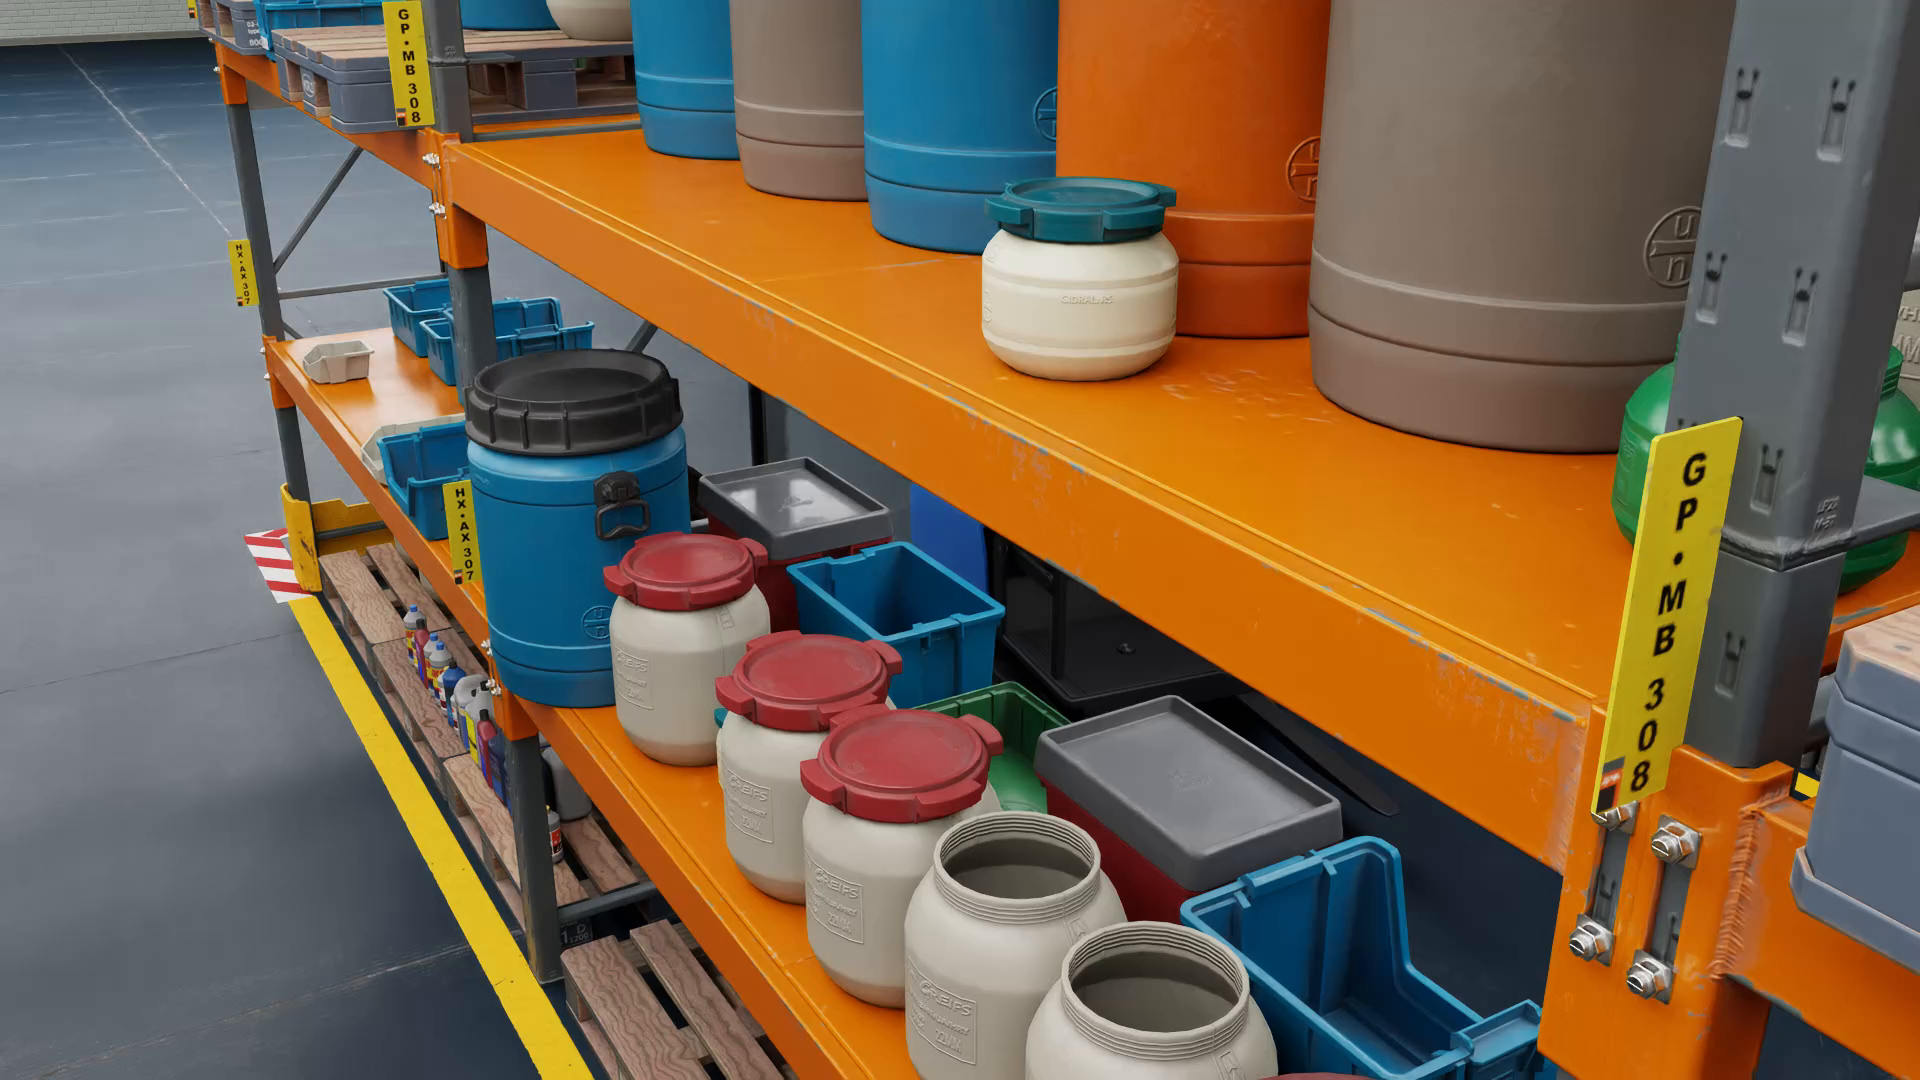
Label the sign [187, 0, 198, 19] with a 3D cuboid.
[{"bbox_3d":[-3.532,-2.581,7.682,0.100,0.325,0.005,-13,25,-28],"label":"sign"}]

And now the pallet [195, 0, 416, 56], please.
[{"bbox_3d":[-2.718,-2.307,7.271,1.003,0.211,1.213,-13,25,-28],"label":"pallet"}]

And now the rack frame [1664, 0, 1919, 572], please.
[{"bbox_3d":[1.030,-1.481,1.005,1.000,3.000,0.127,-13,25,-28],"label":"rack frame"}]

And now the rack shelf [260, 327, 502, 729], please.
[{"bbox_3d":[-2.035,-0.311,7.048,1.077,0.370,4.000,-13,25,-28],"label":"rack shelf"}]

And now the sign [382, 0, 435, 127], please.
[{"bbox_3d":[-1.492,-1.288,4.502,0.100,0.325,0.005,-13,25,-28],"label":"sign"}]

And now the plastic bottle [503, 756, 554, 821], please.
[{"bbox_3d":[-1.590,0.873,6.113,0.144,0.351,0.185,-13,26,-30],"label":"plastic bottle"}]

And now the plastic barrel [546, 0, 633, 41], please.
[{"bbox_3d":[-1.064,-1.810,5.091,0.421,0.512,0.421,0,22,0],"label":"plastic barrel"}]

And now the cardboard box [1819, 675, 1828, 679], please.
[{"bbox_3d":[3.767,0.642,6.842,0.500,0.250,0.500,-13,26,-30],"label":"cardboard box"}]

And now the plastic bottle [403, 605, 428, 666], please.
[{"bbox_3d":[-2.398,0.415,7.345,0.097,0.271,0.097,0,22,0],"label":"plastic bottle"}]

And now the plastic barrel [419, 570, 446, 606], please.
[{"bbox_3d":[-2.399,0.027,8.008,0.421,0.512,0.421,0,22,0],"label":"plastic barrel"}]

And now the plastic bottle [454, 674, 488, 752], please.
[{"bbox_3d":[-1.933,0.688,6.668,0.152,0.276,0.135,-12,25,-27],"label":"plastic bottle"}]

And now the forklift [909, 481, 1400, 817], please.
[{"bbox_3d":[0.763,-0.612,6.925,1.130,2.935,3.031,-9,24,-21],"label":"forklift"}]

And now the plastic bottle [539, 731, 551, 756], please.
[{"bbox_3d":[-1.574,0.809,6.370,0.152,0.276,0.135,-13,25,-28],"label":"plastic bottle"}]

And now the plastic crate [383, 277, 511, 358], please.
[{"bbox_3d":[-2.544,-1.118,8.277,0.499,0.251,0.616,-13,25,-28],"label":"plastic crate"}]

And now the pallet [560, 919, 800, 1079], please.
[{"bbox_3d":[-0.579,1.542,5.238,1.003,0.211,1.213,-13,25,-28],"label":"pallet"}]

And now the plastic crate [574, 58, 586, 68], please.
[{"bbox_3d":[-1.585,-1.851,6.181,0.336,0.188,0.450,-13,25,-28],"label":"plastic crate"}]

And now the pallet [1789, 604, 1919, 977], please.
[{"bbox_3d":[1.337,0.262,0.950,1.003,0.211,1.213,-13,25,-28],"label":"pallet"}]

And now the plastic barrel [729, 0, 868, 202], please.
[{"bbox_3d":[-0.233,-1.284,3.838,0.600,0.901,0.600,0,22,0],"label":"plastic barrel"}]

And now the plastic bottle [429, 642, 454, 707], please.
[{"bbox_3d":[-2.172,0.559,6.993,0.097,0.271,0.097,0,22,0],"label":"plastic bottle"}]

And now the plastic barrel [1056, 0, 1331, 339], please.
[{"bbox_3d":[0.463,-0.810,2.766,0.600,0.830,0.708,-13,25,-28],"label":"plastic barrel"}]

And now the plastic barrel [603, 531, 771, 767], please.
[{"bbox_3d":[-0.713,0.292,4.429,0.433,0.535,0.433,0,22,0],"label":"plastic barrel"}]

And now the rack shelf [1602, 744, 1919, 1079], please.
[{"bbox_3d":[2.052,0.889,0.112,1.077,0.370,4.000,-13,25,-28],"label":"rack shelf"}]

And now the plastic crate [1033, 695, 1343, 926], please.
[{"bbox_3d":[0.468,0.686,3.554,0.402,0.464,0.583,-13,25,-28],"label":"plastic crate"}]

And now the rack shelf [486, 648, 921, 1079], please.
[{"bbox_3d":[0.008,0.984,3.863,1.077,0.370,4.000,-13,25,-28],"label":"rack shelf"}]

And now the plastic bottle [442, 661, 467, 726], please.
[{"bbox_3d":[-2.069,0.624,6.831,0.097,0.271,0.097,0,22,0],"label":"plastic bottle"}]

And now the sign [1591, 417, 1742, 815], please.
[{"bbox_3d":[0.561,0.065,1.323,0.100,0.325,0.005,-13,25,-28],"label":"sign"}]

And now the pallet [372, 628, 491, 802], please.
[{"bbox_3d":[-1.948,0.674,7.372,1.003,0.211,1.213,-13,25,-28],"label":"pallet"}]

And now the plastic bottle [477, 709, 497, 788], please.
[{"bbox_3d":[-1.807,0.798,6.388,0.061,0.283,0.133,-11,24,-25],"label":"plastic bottle"}]

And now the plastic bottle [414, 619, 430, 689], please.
[{"bbox_3d":[-2.298,0.487,7.154,0.061,0.283,0.133,-12,25,-27],"label":"plastic bottle"}]

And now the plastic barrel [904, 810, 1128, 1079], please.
[{"bbox_3d":[0.106,0.818,3.167,0.421,0.512,0.421,0,22,0],"label":"plastic barrel"}]

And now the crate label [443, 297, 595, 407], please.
[{"bbox_3d":[-1.884,-0.764,7.161,0.502,0.435,0.616,-13,25,-28],"label":"crate label"}]

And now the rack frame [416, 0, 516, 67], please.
[{"bbox_3d":[-1.013,-2.776,4.190,1.000,3.000,0.127,-13,25,-28],"label":"rack frame"}]

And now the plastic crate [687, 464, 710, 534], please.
[{"bbox_3d":[-1.171,-0.162,5.809,0.767,0.338,0.504,-13,25,-28],"label":"plastic crate"}]

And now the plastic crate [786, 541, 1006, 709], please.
[{"bbox_3d":[-0.182,0.308,4.592,0.392,0.384,0.575,-13,25,-28],"label":"plastic crate"}]

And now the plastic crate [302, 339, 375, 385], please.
[{"bbox_3d":[-2.876,-0.818,7.690,0.298,0.136,0.250,-13,25,-28],"label":"plastic crate"}]

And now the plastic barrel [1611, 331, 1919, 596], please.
[{"bbox_3d":[0.860,-0.090,1.771,0.294,0.245,0.294,0,22,0],"label":"plastic barrel"}]

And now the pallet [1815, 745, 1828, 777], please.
[{"bbox_3d":[4.284,0.970,6.645,1.003,0.211,1.213,-13,25,-28],"label":"pallet"}]

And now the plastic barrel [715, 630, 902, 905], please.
[{"bbox_3d":[-0.338,0.530,3.844,0.433,0.535,0.433,0,22,0],"label":"plastic barrel"}]

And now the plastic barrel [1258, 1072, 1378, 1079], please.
[{"bbox_3d":[0.532,1.143,2.335,0.600,0.536,0.708,-13,25,-28],"label":"plastic barrel"}]

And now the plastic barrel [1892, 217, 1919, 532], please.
[{"bbox_3d":[1.135,-0.303,1.941,0.421,0.512,0.421,0,22,0],"label":"plastic barrel"}]
